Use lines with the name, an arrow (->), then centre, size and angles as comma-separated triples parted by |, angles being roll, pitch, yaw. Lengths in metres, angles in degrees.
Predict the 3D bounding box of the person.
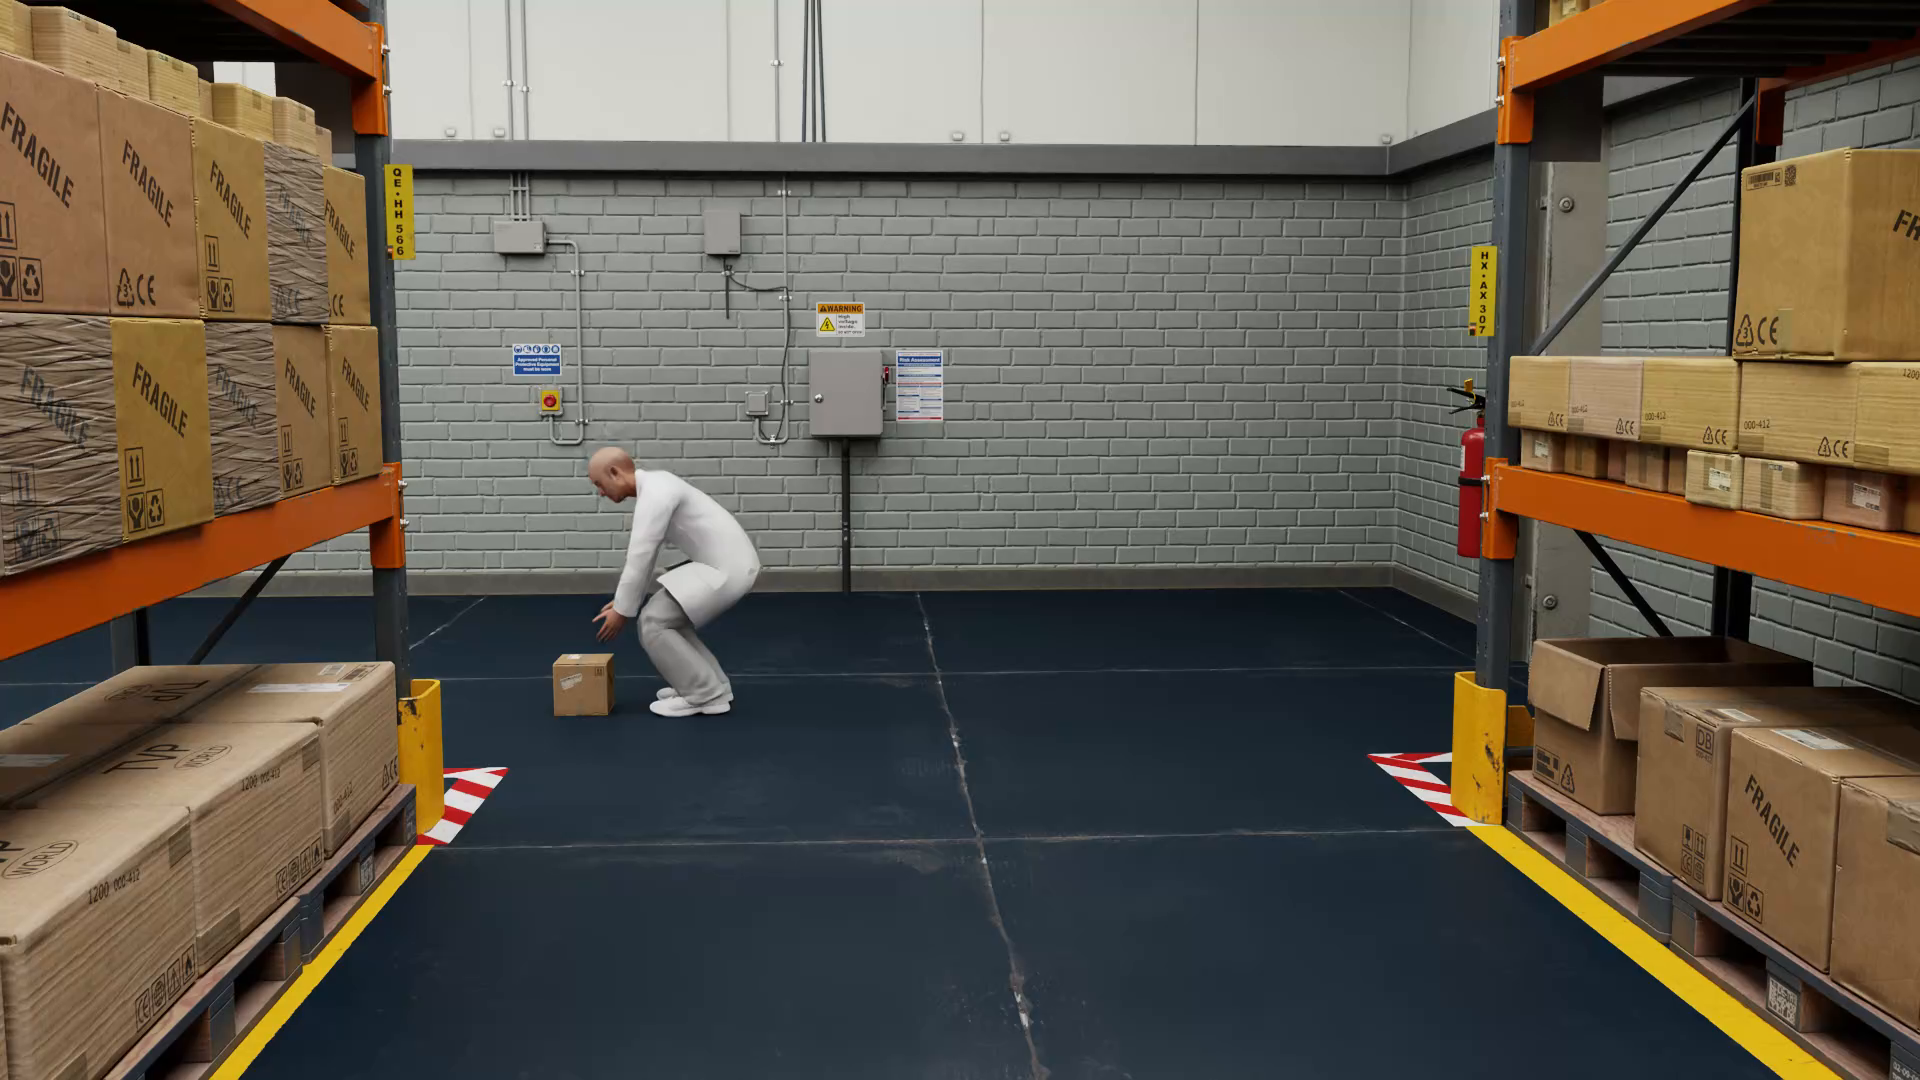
person -> -1.348, 0.194, 7.899 | 0.793, 1.256, 0.632 | 0, 7, -4
